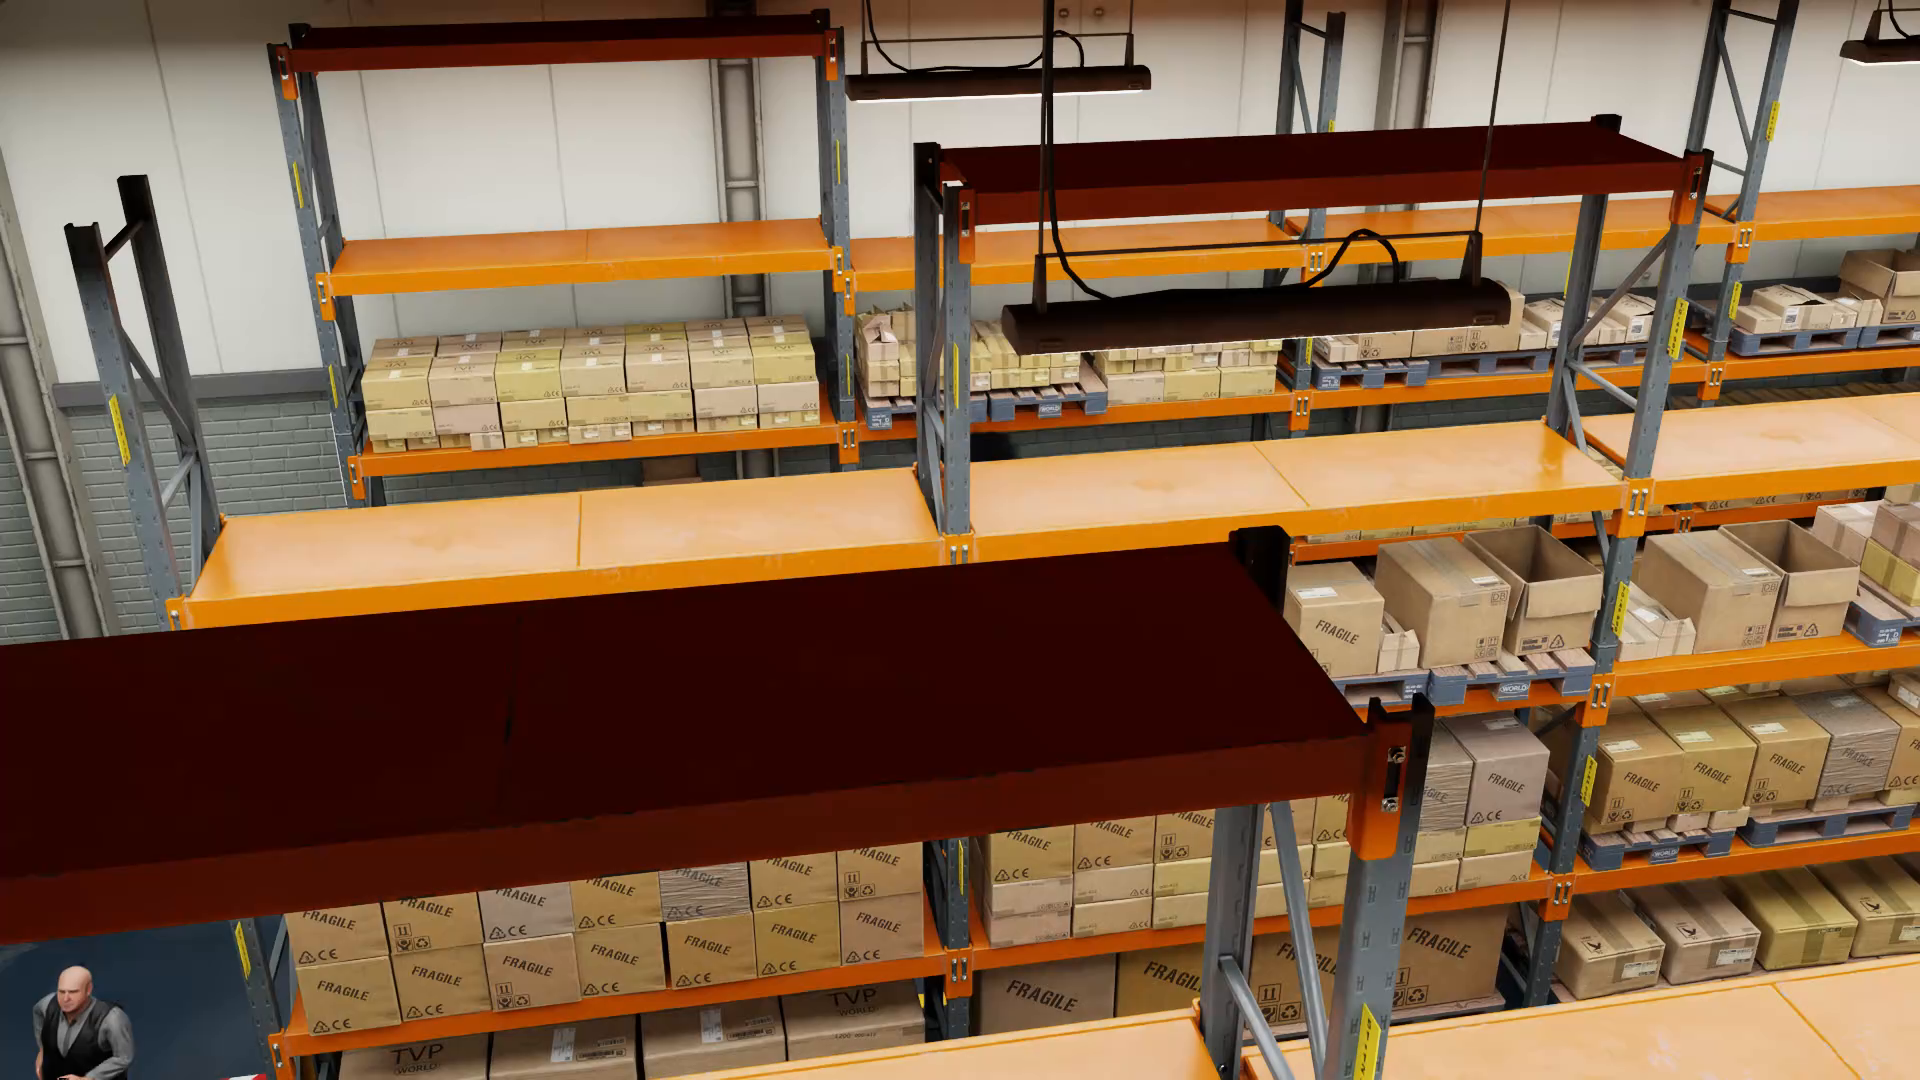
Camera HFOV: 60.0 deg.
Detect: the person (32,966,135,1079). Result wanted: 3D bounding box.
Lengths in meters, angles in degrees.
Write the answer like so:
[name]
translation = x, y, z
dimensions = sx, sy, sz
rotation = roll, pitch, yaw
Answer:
[person]
translation = -5.094, 3.199, 9.728
dimensions = 0.643, 1.663, 0.656
rotation = -3, 26, -5
